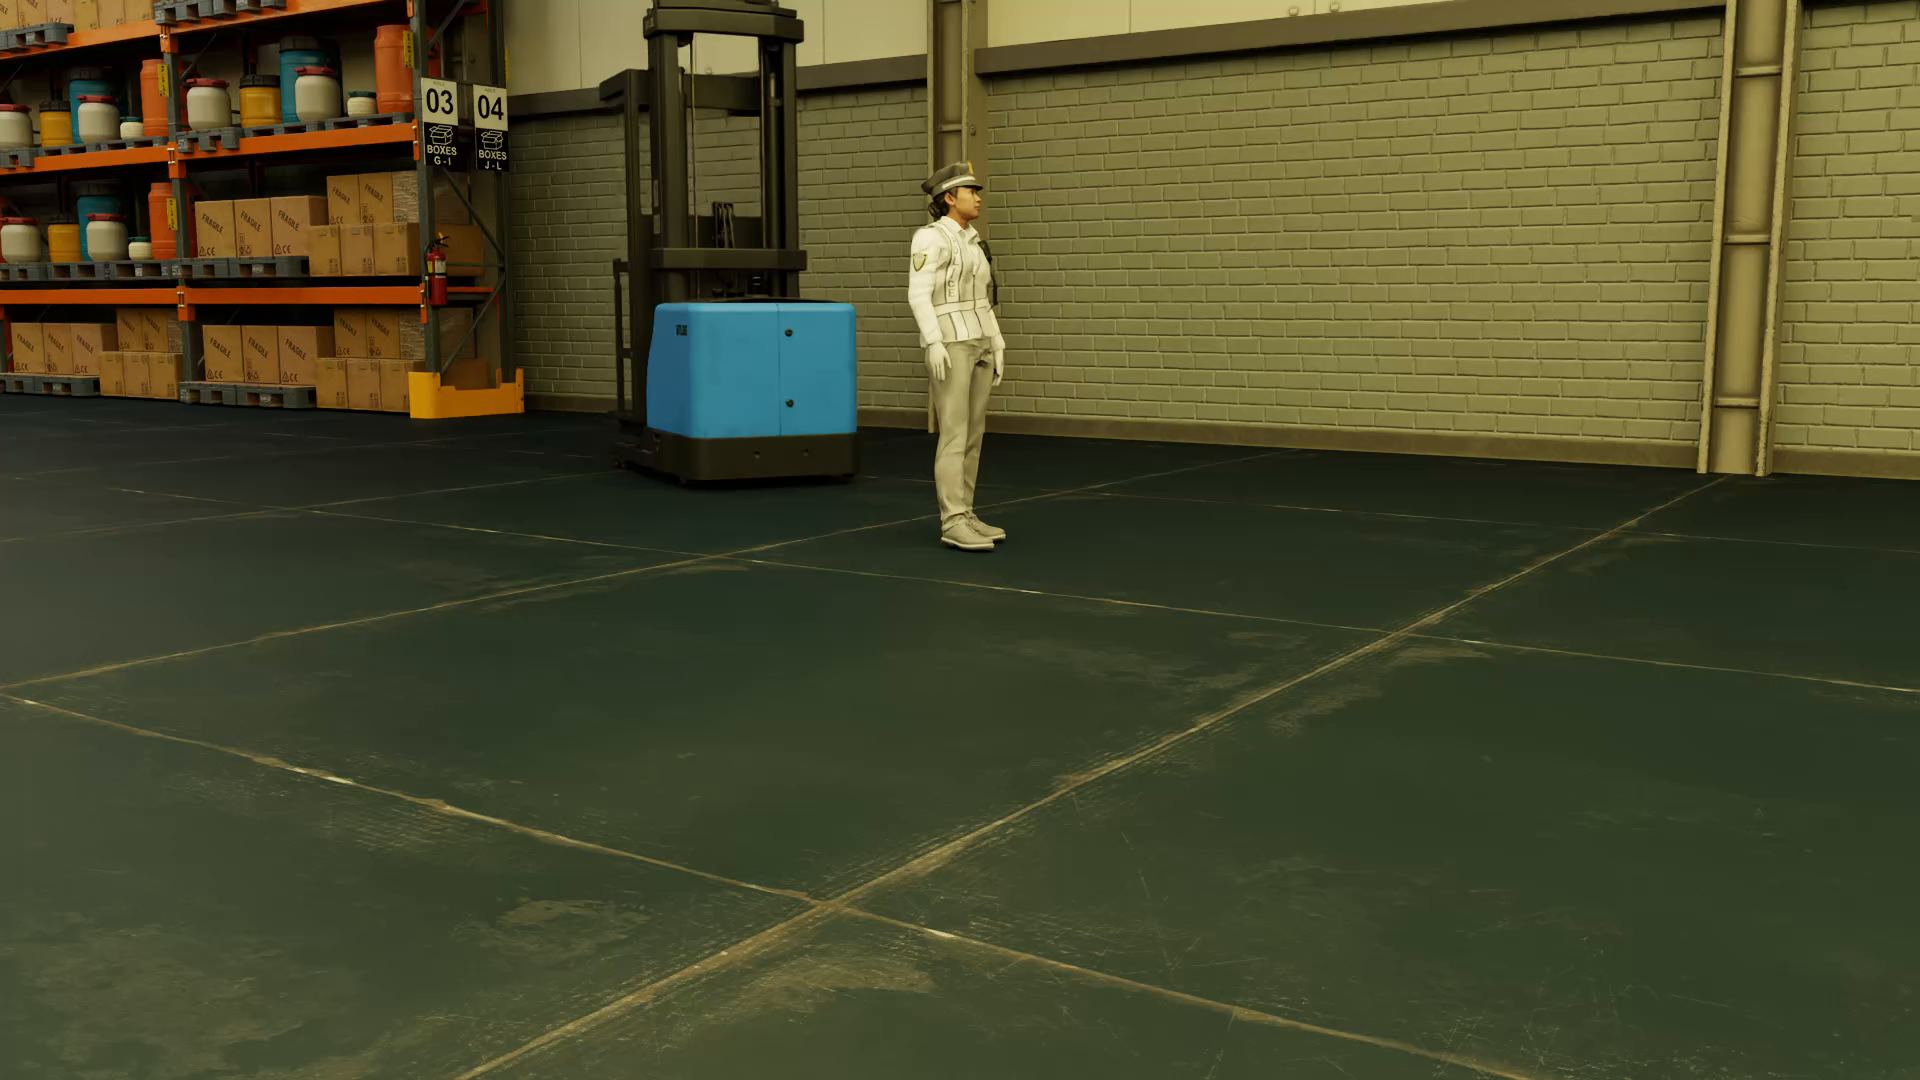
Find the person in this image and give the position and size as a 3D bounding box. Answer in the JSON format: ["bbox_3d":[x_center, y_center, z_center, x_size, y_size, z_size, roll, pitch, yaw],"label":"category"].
[{"bbox_3d":[0.053,-0.840,7.440,0.531,1.694,0.586,5,10,34],"label":"person"}]

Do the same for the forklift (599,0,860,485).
[{"bbox_3d":[-1.682,-1.939,10.827,1.130,2.935,3.031,-4,9,-25],"label":"forklift"}]
